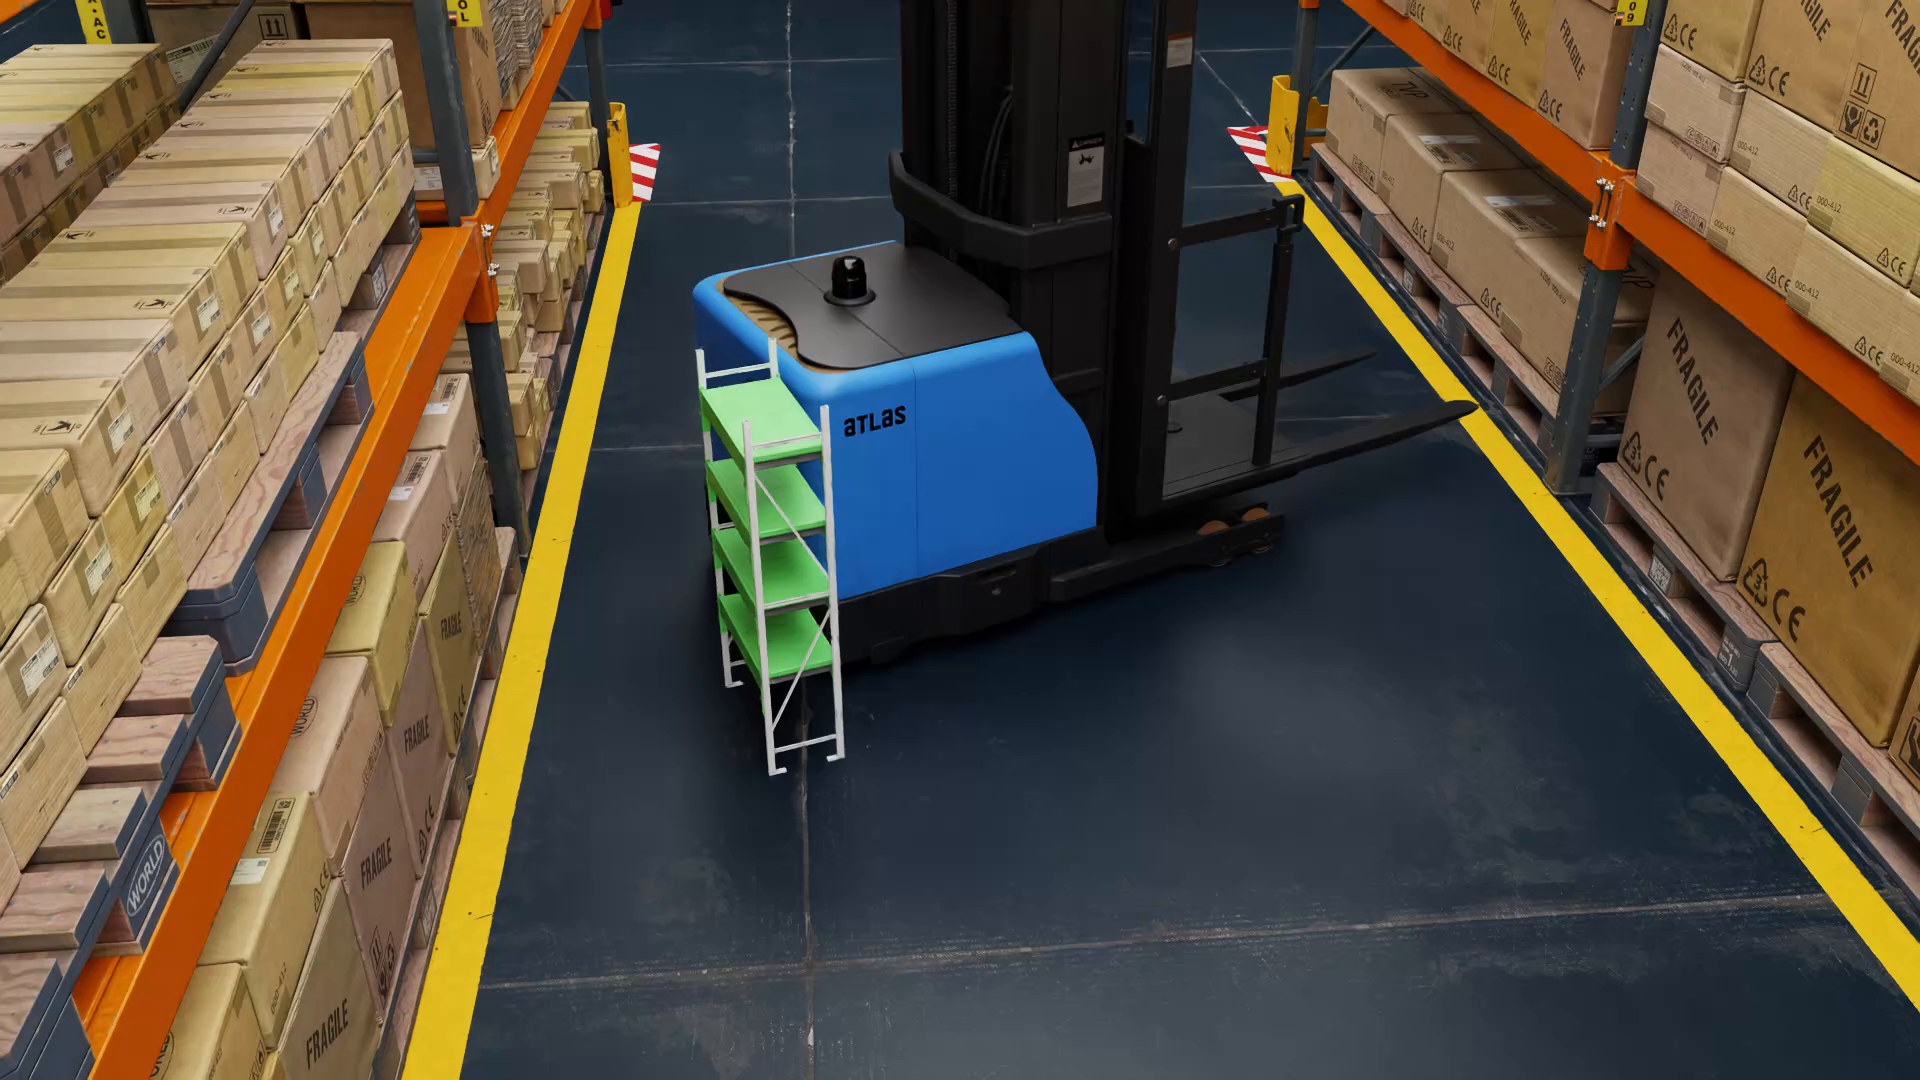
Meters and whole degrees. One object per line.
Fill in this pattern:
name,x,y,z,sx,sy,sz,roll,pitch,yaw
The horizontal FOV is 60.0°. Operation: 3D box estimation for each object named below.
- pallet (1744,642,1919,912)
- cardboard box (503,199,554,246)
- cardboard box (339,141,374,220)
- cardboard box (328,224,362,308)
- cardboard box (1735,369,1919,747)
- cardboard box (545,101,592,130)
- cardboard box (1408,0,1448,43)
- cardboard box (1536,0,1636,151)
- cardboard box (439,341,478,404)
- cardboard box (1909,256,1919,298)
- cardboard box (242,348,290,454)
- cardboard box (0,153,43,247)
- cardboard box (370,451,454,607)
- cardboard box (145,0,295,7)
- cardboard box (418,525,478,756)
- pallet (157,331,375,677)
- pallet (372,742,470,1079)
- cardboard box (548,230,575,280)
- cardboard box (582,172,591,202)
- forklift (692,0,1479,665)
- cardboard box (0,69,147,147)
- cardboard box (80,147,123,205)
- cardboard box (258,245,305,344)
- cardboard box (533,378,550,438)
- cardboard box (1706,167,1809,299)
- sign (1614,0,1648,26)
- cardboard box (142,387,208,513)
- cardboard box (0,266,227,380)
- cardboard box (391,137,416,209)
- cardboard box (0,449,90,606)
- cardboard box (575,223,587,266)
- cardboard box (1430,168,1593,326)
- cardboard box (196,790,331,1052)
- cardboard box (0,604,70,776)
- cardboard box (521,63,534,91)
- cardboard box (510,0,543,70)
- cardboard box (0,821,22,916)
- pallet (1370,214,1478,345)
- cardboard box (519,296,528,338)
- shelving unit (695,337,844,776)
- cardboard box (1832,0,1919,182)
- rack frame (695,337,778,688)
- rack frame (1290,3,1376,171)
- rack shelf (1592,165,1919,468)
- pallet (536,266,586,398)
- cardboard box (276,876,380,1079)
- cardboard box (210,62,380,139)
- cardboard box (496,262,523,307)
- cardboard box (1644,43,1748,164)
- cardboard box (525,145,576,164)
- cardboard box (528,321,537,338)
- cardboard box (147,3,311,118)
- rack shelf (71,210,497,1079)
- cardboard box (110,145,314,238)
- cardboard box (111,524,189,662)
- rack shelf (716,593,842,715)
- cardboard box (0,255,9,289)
pallet,3.087,0.702,4.869,1.003,0.211,1.213,-3,31,-5
cardboard box,-2.042,-1.418,7.489,0.380,0.149,0.250,-3,31,-4
cardboard box,-1.816,-0.966,4.488,0.380,0.149,0.250,-1,31,-2
cardboard box,-1.792,-0.712,4.353,0.380,0.149,0.250,-4,31,-7
cardboard box,3.053,-0.004,4.995,0.875,0.875,0.875,-2,31,-3
cardboard box,-2.168,-2.217,8.827,0.380,0.149,0.250,-2,31,-4
cardboard box,2.376,-2.564,7.519,0.500,0.500,0.500,-2,31,-3
cardboard box,2.525,-1.777,6.203,0.500,0.500,0.500,-2,31,-4
cardboard box,-1.922,-0.619,6.151,0.380,0.149,0.250,-2,31,-3
cardboard box,2.730,-0.640,4.055,0.500,0.250,0.500,-4,31,-6
cardboard box,-1.712,-0.299,3.661,0.380,0.149,0.250,-4,31,-6
cardboard box,-2.418,-0.794,3.910,0.380,0.149,0.250,-3,31,-5
cardboard box,-1.740,-0.019,4.653,0.500,0.250,0.500,-1,31,-2
cardboard box,-2.409,-2.048,5.391,0.500,0.500,0.500,-4,31,-6
cardboard box,-1.728,0.300,4.851,0.500,0.500,0.500,-3,31,-6
pallet,-1.948,-0.105,3.688,1.003,0.211,1.213,-3,31,-5
pallet,-1.904,0.998,4.373,1.003,0.211,1.213,-3,31,-5
cardboard box,-1.966,-1.291,7.567,0.380,0.149,0.250,-2,31,-4
cardboard box,-2.086,-1.826,8.463,0.380,0.149,0.250,-4,31,-7
forklift,0.616,-1.380,5.702,3.031,2.935,1.130,-16,34,-25
cardboard box,-2.485,-1.184,4.562,0.380,0.149,0.250,-2,31,-3
cardboard box,-2.466,-0.934,4.434,0.380,0.149,0.250,-2,31,-3
cardboard box,-1.735,-0.555,3.799,0.380,0.149,0.250,-3,31,-4
cardboard box,-1.835,-0.514,6.557,0.380,0.149,0.250,-2,31,-3
cardboard box,2.651,-0.944,5.051,0.500,0.250,0.500,-3,31,-6
sign,2.271,-1.888,5.564,0.100,0.325,0.005,-3,31,-5
cardboard box,-1.669,-0.166,3.148,0.380,0.149,0.250,-3,31,-5
cardboard box,-1.697,-0.423,3.288,0.380,0.149,0.250,-2,31,-3
cardboard box,-1.862,-1.100,5.002,0.380,0.149,0.250,-3,31,-6
cardboard box,-1.619,-0.014,2.604,0.380,0.149,0.250,-3,31,-5
cardboard box,-2.027,-1.443,8.111,0.380,0.149,0.250,-4,31,-7
cardboard box,2.787,-1.373,7.712,0.875,0.438,0.875,-4,31,-6
cardboard box,-1.593,0.770,3.333,0.500,0.250,0.500,-3,31,-5
cardboard box,-1.595,0.226,2.491,0.380,0.149,0.250,-1,31,-2
cardboard box,-1.968,-1.943,6.823,0.380,0.149,0.250,-1,31,-2
cardboard box,-1.956,-2.168,6.566,0.500,0.500,0.500,-3,31,-6
cardboard box,-1.563,0.511,2.305,0.380,0.149,0.250,-3,31,-5
pallet,2.713,-1.329,8.269,1.003,0.211,1.213,-3,31,-5
cardboard box,-2.005,-0.891,6.897,0.380,0.149,0.250,-4,31,-7
shelving unit,-0.563,0.059,4.982,0.258,1.200,0.503,-12,33,-19
cardboard box,2.698,-1.229,4.310,0.500,0.500,0.500,-3,31,-6
rack frame,-0.656,-0.057,5.175,0.240,1.200,0.015,-12,33,-19
rack frame,2.449,-3.552,9.271,1.000,3.000,0.127,-3,31,-5
rack shelf,3.010,-0.180,4.327,1.077,0.370,4.000,-3,31,-5
pallet,-2.311,-0.989,7.700,1.003,0.211,1.213,-3,31,-5
cardboard box,-1.585,1.084,3.538,0.500,0.500,0.500,-2,31,-4
cardboard box,-1.838,-1.216,4.616,0.380,0.149,0.250,-4,31,-6
cardboard box,-2.008,-1.021,6.824,0.380,0.149,0.250,-4,31,-6
cardboard box,2.584,-1.422,5.364,0.500,0.250,0.500,-4,31,-6
cardboard box,-2.090,-1.824,8.170,0.380,0.149,0.250,-4,31,-7
cardboard box,-2.043,-0.902,7.205,0.380,0.149,0.250,-4,31,-7
cardboard box,-2.422,-1.625,5.658,0.500,0.500,0.500,-3,31,-5
rack shelf,-1.909,0.109,3.844,1.077,0.370,4.000,-3,31,-5
cardboard box,-1.771,-0.824,3.960,0.380,0.149,0.250,-4,31,-6
cardboard box,-1.640,0.098,2.996,0.380,0.149,0.250,-1,31,-2
rack shelf,-0.563,0.320,5.137,0.258,0.148,0.480,-12,33,-19
cardboard box,-2.389,-0.528,3.755,0.380,0.149,0.250,-3,31,-5
